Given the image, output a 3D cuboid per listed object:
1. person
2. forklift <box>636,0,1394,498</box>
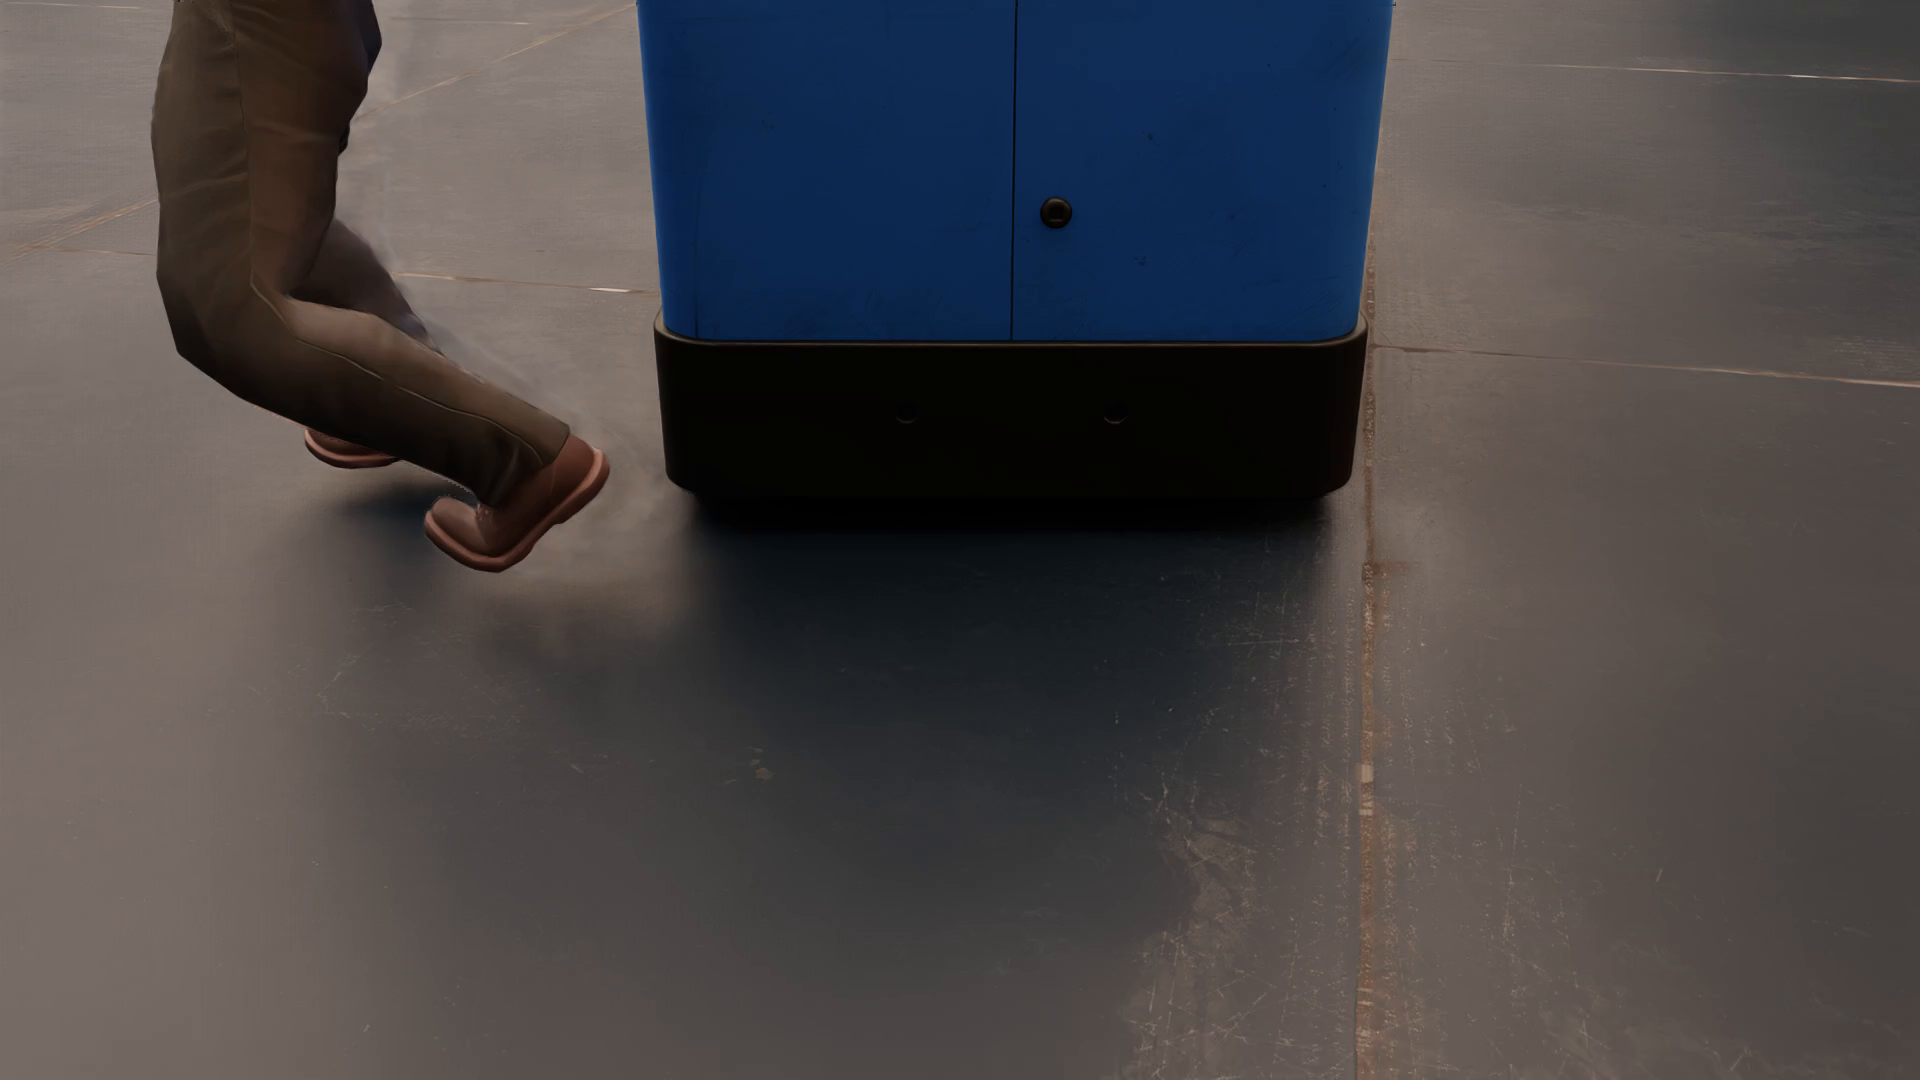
[{"bbox_3d":[-0.889,-0.770,2.341,0.673,1.459,1.014,-5,27,-10],"label":"person"},{"bbox_3d":[0.082,-1.989,3.189,1.130,2.935,3.031,0,27,0],"label":"forklift"}]
